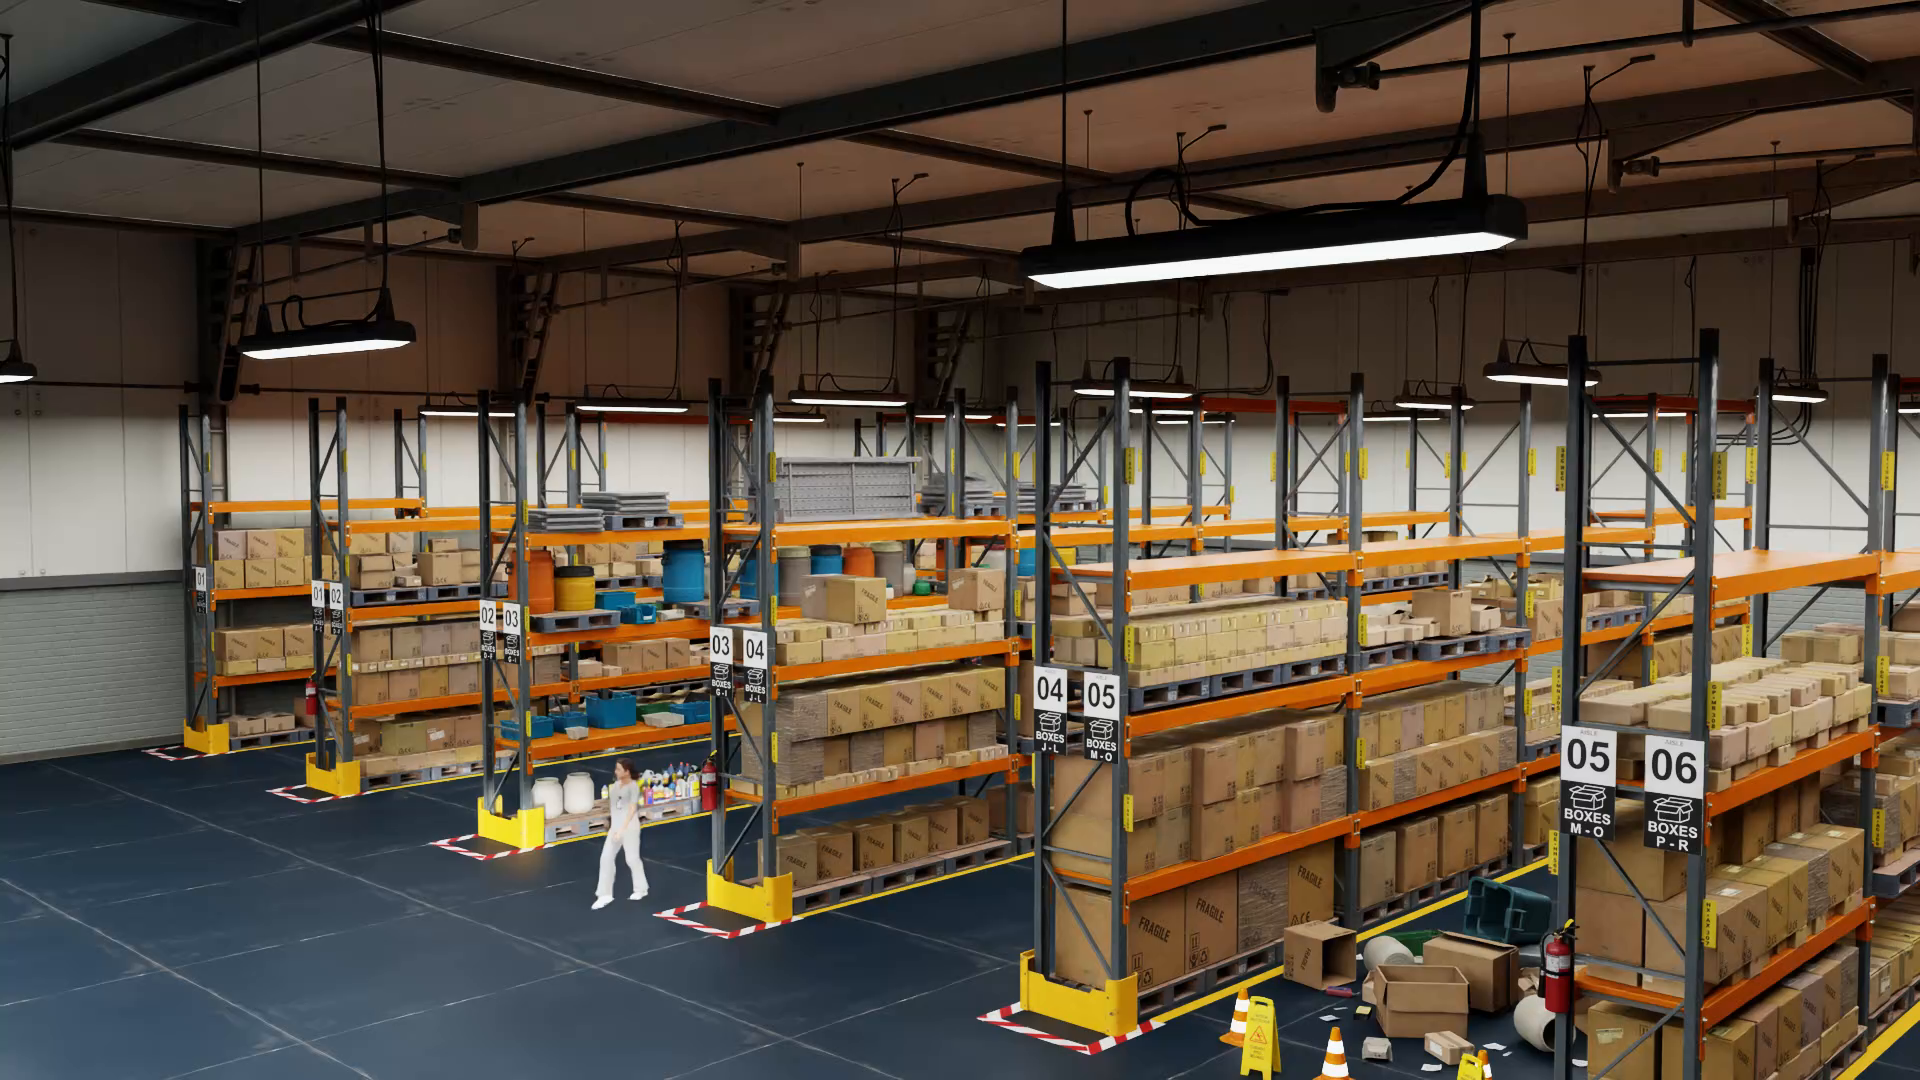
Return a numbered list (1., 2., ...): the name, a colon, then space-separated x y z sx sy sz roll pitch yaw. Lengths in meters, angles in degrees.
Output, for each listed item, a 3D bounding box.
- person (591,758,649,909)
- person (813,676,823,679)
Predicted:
1. person: -3.891 3.349 19.034 0.464 1.692 0.740 2 4 37
2. person: -2.532 2.827 29.247 0.464 1.697 0.612 2 4 34
